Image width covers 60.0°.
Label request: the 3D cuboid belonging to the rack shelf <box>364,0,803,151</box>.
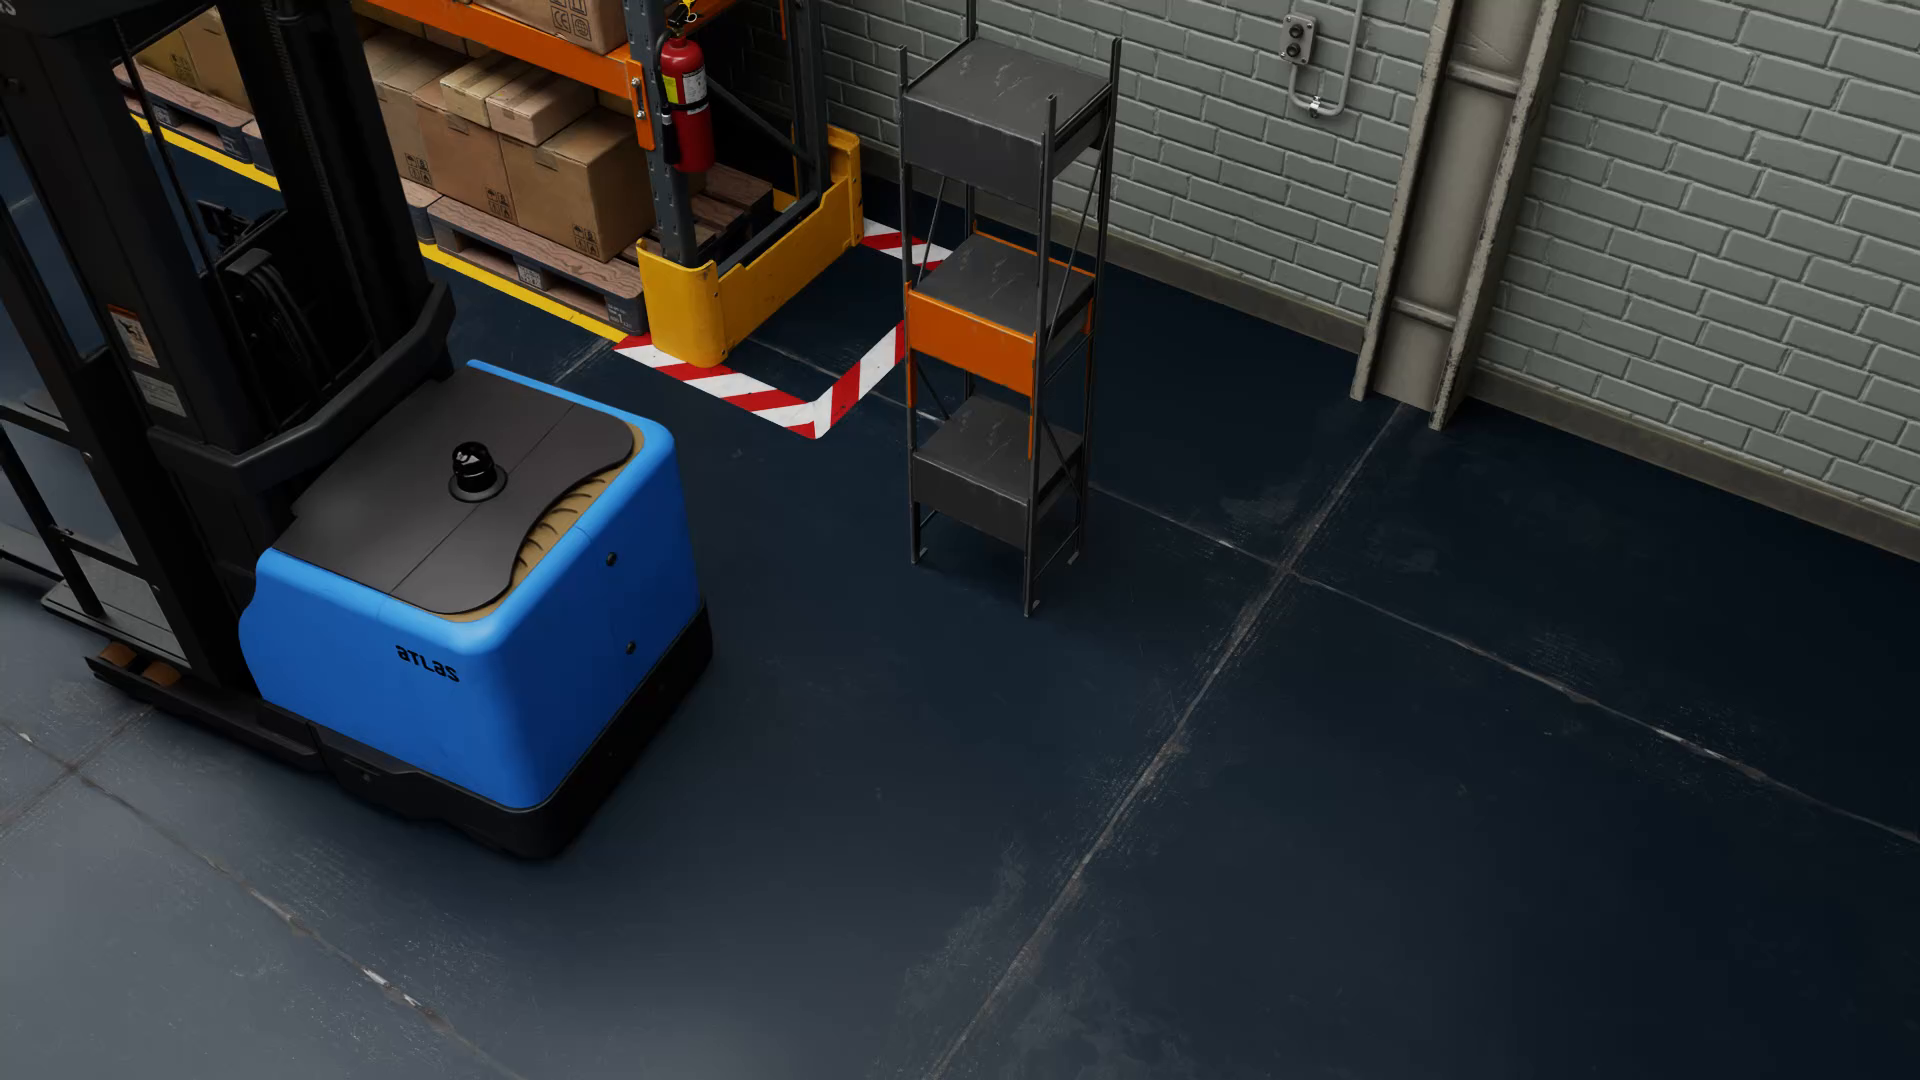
[{"bbox_3d":[-2.577,-2.696,7.280,4.000,0.370,1.077,25,51,22],"label":"rack shelf"}]

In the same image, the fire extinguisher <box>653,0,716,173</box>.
[{"bbox_3d":[-1.015,-1.679,6.104,0.183,0.674,0.296,25,51,22],"label":"fire extinguisher"}]

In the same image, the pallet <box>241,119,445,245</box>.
[{"bbox_3d":[-2.631,-1.936,7.984,1.213,0.211,1.003,25,51,22],"label":"pallet"}]

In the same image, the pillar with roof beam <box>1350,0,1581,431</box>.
[{"bbox_3d":[-0.478,-1.141,1.084,0.400,9.000,9.100,25,51,22],"label":"pillar with roof beam"}]

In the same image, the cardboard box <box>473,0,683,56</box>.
[{"bbox_3d":[-1.328,-2.469,6.348,0.700,0.700,0.980,27,52,24],"label":"cardboard box"}]

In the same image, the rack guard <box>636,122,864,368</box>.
[{"bbox_3d":[-0.873,-1.292,7.157,0.348,0.500,1.175,25,51,22],"label":"rack guard"}]

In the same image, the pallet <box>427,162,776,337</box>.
[{"bbox_3d":[-1.608,-1.463,7.525,1.213,0.211,1.003,25,51,22],"label":"pallet"}]

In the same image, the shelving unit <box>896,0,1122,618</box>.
[{"bbox_3d":[0.139,-0.668,5.435,0.503,2.100,0.431,25,51,22],"label":"shelving unit"}]

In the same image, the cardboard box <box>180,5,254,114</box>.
[{"bbox_3d":[-3.265,-2.449,7.988,0.500,0.500,0.700,24,51,22],"label":"cardboard box"}]

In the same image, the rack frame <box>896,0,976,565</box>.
[{"bbox_3d":[-0.066,-0.762,5.526,0.015,2.100,0.400,25,51,22],"label":"rack frame"}]

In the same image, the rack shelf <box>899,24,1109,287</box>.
[{"bbox_3d":[0.139,-1.146,4.942,0.480,0.518,0.431,25,51,22],"label":"rack shelf"}]

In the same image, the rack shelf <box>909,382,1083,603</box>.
[{"bbox_3d":[0.139,-0.170,5.946,0.480,0.518,0.431,25,51,22],"label":"rack shelf"}]

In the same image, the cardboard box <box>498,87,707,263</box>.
[{"bbox_3d":[-1.536,-1.659,7.220,0.500,0.500,0.700,25,51,22],"label":"cardboard box"}]

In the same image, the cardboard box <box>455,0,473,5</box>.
[{"bbox_3d":[-1.946,-2.744,6.615,0.700,0.700,0.980,24,51,22],"label":"cardboard box"}]

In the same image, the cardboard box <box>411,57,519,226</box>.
[{"bbox_3d":[-1.958,-1.852,7.409,0.500,0.500,0.700,25,51,22],"label":"cardboard box"}]

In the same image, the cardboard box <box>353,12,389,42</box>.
[{"bbox_3d":[-2.834,-2.249,7.794,0.500,0.500,0.700,26,51,23],"label":"cardboard box"}]

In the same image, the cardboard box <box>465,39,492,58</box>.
[{"bbox_3d":[-1.960,-2.250,7.343,0.250,0.149,0.380,25,51,22],"label":"cardboard box"}]

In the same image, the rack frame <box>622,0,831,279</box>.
[{"bbox_3d":[-0.893,-2.173,6.270,0.127,3.000,1.000,25,51,22],"label":"rack frame"}]

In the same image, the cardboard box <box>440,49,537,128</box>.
[{"bbox_3d":[-1.958,-1.923,7.025,0.250,0.149,0.380,26,51,23],"label":"cardboard box"}]

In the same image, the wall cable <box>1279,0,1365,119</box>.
[{"bbox_3d":[0.695,-2.602,5.979,1.851,1.984,0.084,25,51,22],"label":"wall cable"}]

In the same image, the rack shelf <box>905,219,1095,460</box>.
[{"bbox_3d":[0.139,-0.658,5.444,0.480,0.518,0.431,25,51,22],"label":"rack shelf"}]

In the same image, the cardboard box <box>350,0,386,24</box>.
[{"bbox_3d":[-2.604,-2.545,7.629,0.250,0.149,0.380,24,50,21],"label":"cardboard box"}]

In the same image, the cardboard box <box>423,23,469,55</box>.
[{"bbox_3d":[-2.175,-2.348,7.438,0.250,0.149,0.380,25,51,23],"label":"cardboard box"}]

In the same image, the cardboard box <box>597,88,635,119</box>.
[{"bbox_3d":[-1.323,-1.957,7.058,0.250,0.149,0.380,25,51,22],"label":"cardboard box"}]

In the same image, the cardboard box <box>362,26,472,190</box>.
[{"bbox_3d":[-2.381,-2.047,7.597,0.500,0.500,0.700,23,50,21],"label":"cardboard box"}]

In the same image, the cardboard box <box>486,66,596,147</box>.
[{"bbox_3d":[-1.743,-1.824,6.929,0.250,0.149,0.380,24,51,22],"label":"cardboard box"}]

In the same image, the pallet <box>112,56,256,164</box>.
[{"bbox_3d":[-3.662,-2.408,8.443,1.213,0.211,1.003,25,51,22],"label":"pallet"}]

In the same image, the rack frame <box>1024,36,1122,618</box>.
[{"bbox_3d":[0.345,-0.573,5.343,0.015,2.100,0.400,25,51,22],"label":"rack frame"}]

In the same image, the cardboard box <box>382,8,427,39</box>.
[{"bbox_3d":[-2.391,-2.447,7.534,0.250,0.149,0.380,25,51,22],"label":"cardboard box"}]

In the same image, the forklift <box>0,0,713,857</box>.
[{"bbox_3d":[-2.416,-0.768,4.952,3.031,2.935,1.130,19,49,18],"label":"forklift"}]

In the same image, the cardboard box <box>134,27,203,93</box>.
[{"bbox_3d":[-3.686,-2.645,8.179,0.500,0.500,0.700,25,51,23],"label":"cardboard box"}]
